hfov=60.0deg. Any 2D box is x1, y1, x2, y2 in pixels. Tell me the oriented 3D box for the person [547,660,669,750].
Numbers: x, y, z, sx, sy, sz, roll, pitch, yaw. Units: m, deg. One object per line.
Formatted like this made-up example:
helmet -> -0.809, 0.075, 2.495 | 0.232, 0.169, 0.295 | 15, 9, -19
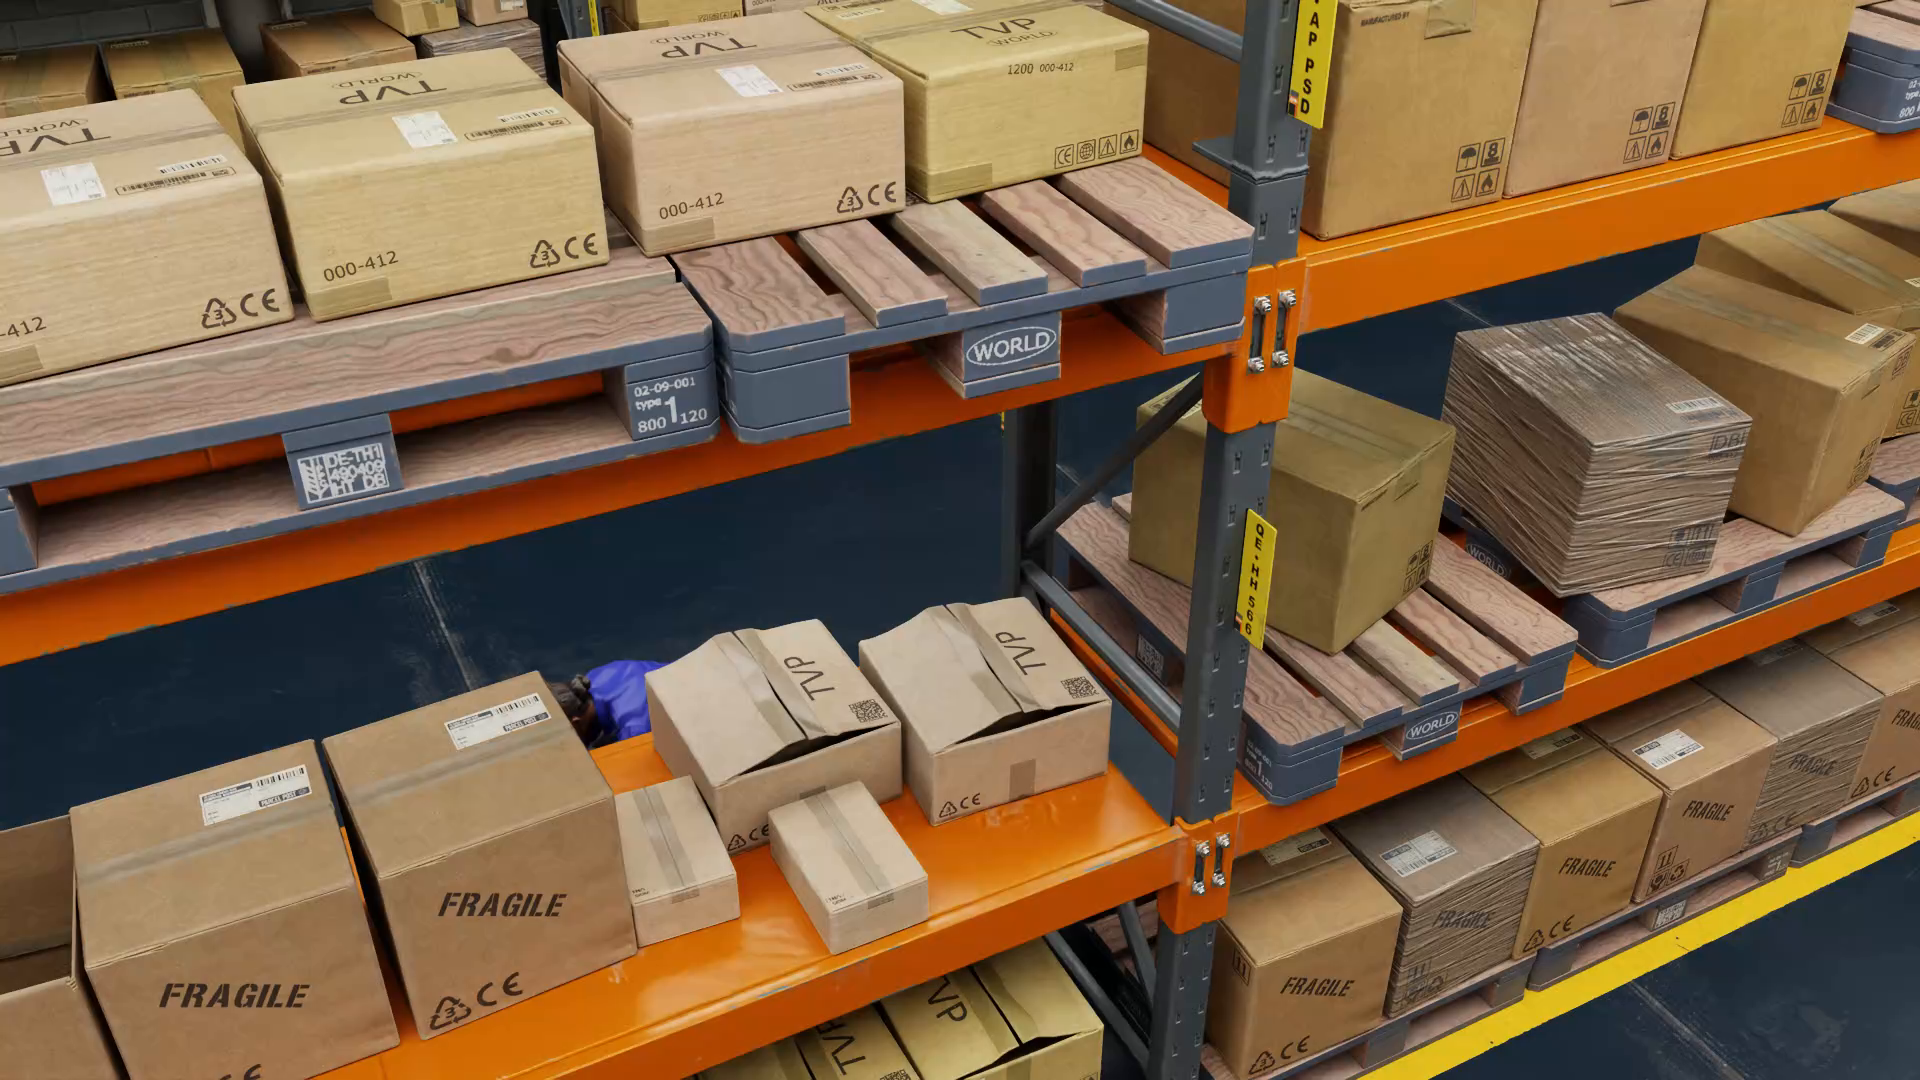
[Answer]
person -> -1.109, 0.719, 5.847 | 0.811, 0.810, 0.480 | -16, 37, -23
